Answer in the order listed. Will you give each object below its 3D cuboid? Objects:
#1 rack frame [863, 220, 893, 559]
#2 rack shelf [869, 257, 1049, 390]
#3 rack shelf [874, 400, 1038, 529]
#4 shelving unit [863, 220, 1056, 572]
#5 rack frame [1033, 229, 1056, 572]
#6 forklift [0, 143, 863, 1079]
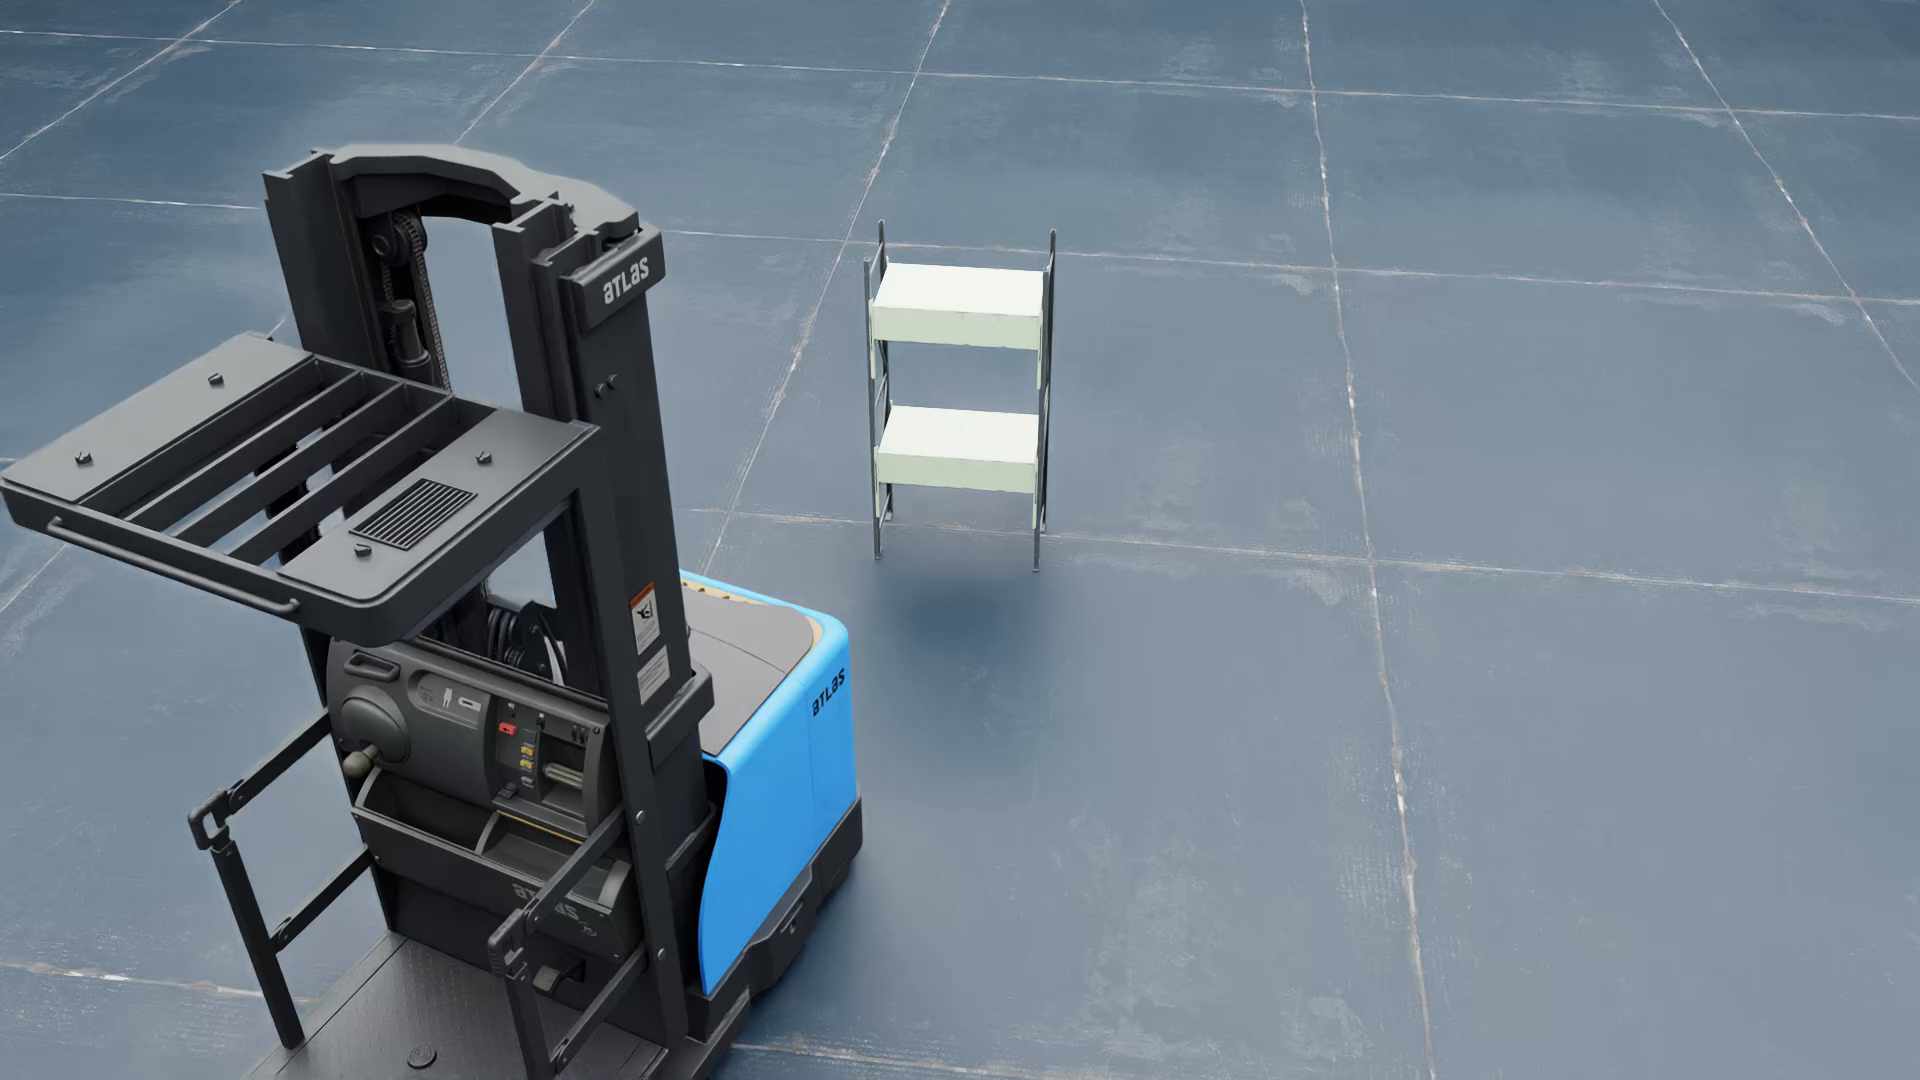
[{"bbox_3d":[-0.356,-0.637,7.352,0.023,1.500,0.400,4,36,6],"label":"rack frame"},{"bbox_3d":[0.007,-0.928,7.087,0.720,0.370,0.431,4,36,6],"label":"rack shelf"},{"bbox_3d":[0.007,-0.345,7.503,0.720,0.370,0.431,4,36,6],"label":"rack shelf"},{"bbox_3d":[0.007,-0.610,7.314,0.755,1.500,0.431,4,36,6],"label":"shelving unit"},{"bbox_3d":[0.370,-0.583,7.276,0.023,1.500,0.400,4,36,6],"label":"rack frame"},{"bbox_3d":[-1.448,0.598,4.390,1.130,2.935,3.031,16,38,21],"label":"forklift"}]
